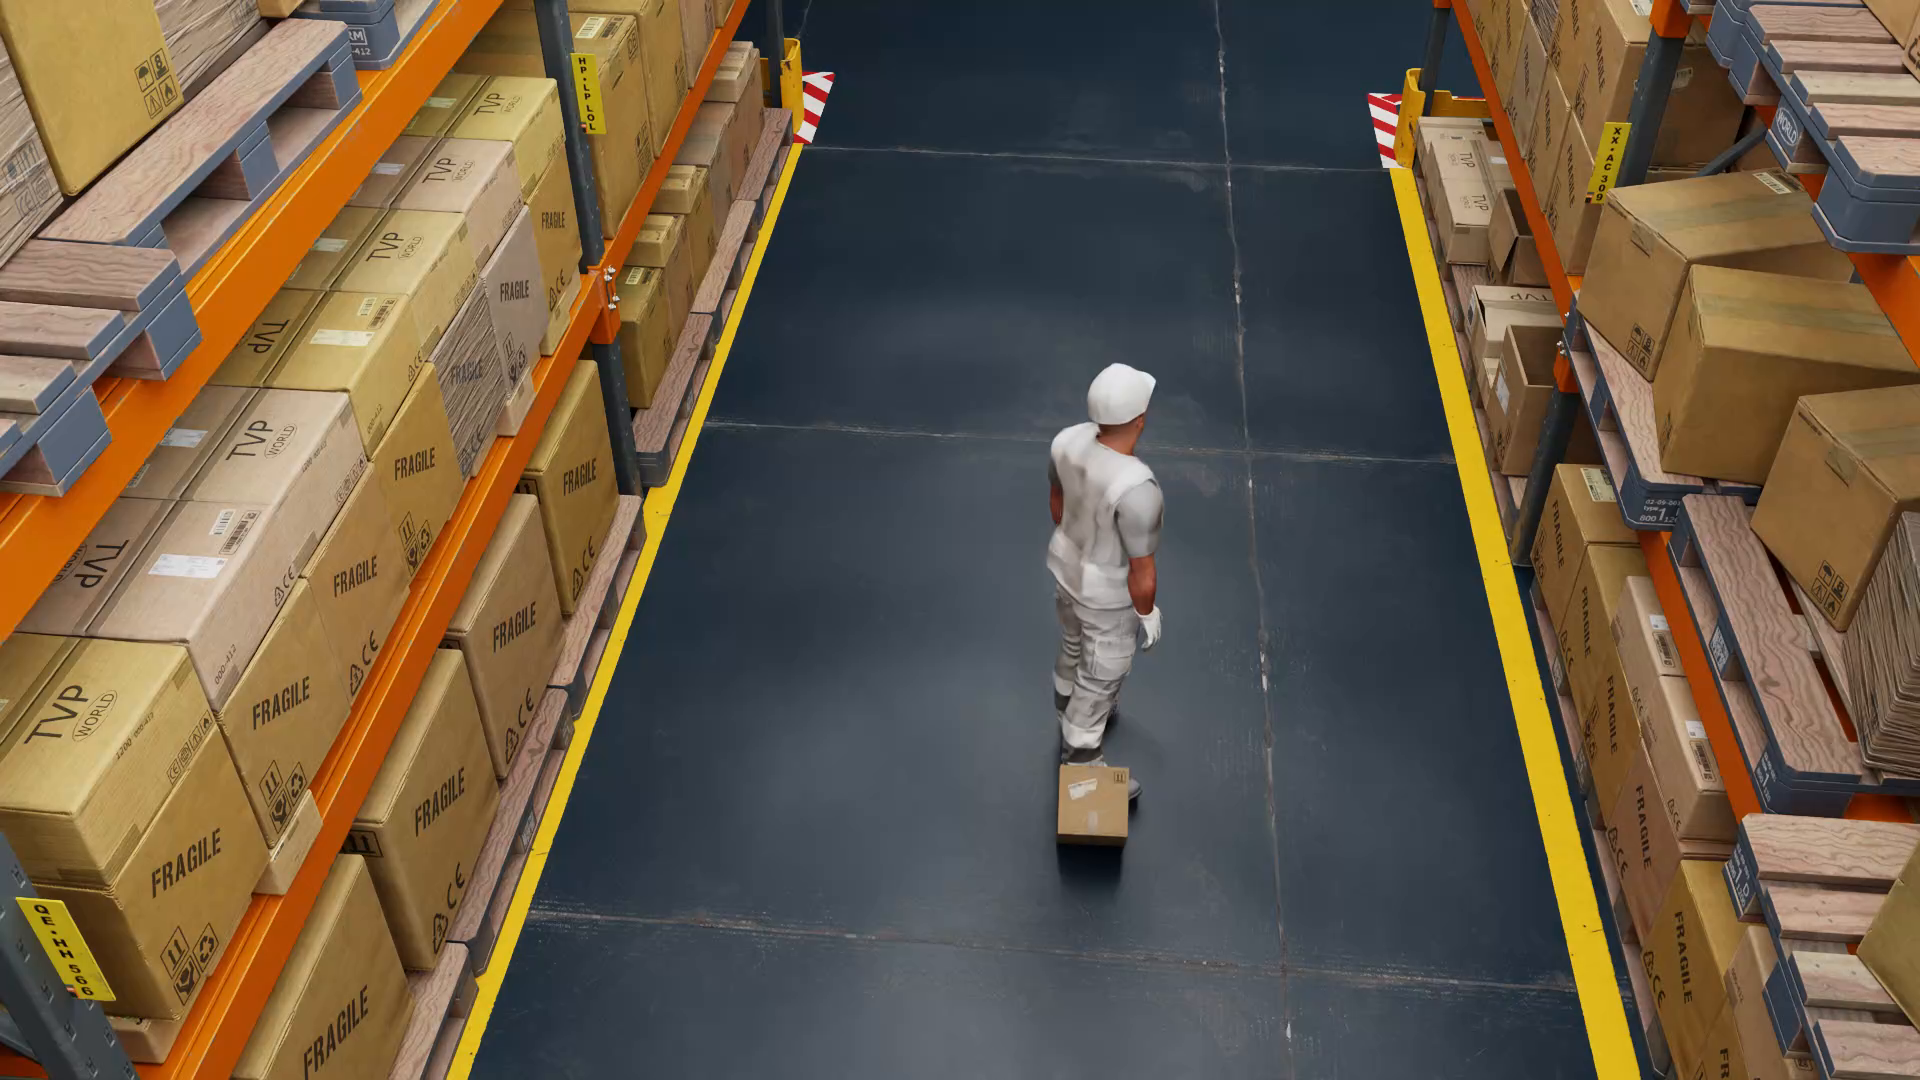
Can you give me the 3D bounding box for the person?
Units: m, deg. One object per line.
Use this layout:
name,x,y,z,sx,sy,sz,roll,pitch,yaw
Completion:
person,0.520,0.131,5.933,0.444,1.789,0.606,-19,43,-21
